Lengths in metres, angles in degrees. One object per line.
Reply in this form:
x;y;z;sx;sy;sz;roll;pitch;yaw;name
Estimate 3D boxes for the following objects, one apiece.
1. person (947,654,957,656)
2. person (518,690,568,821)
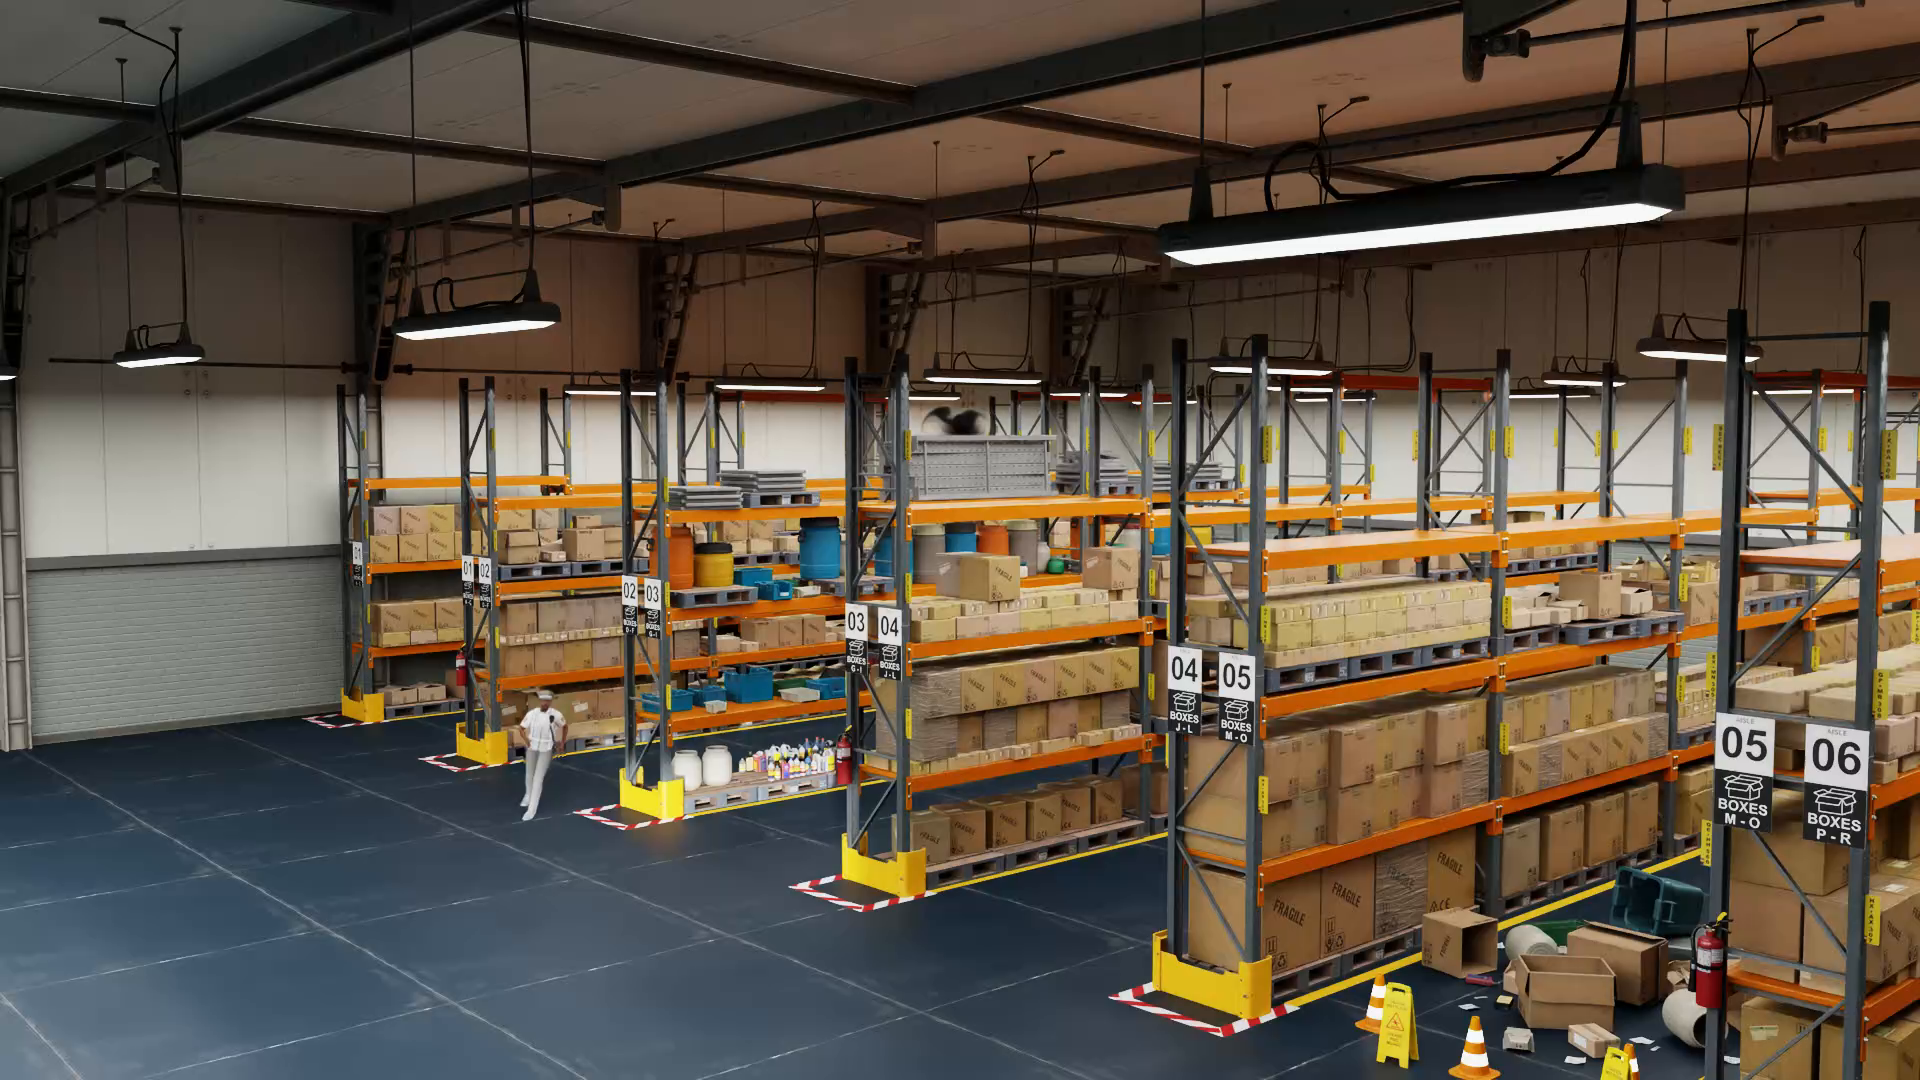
-0.074;2.472;28.563;0.626;1.619;0.823;4;5;43;person
-5.655;2.851;22.408;0.669;1.685;0.905;0;4;-2;person
